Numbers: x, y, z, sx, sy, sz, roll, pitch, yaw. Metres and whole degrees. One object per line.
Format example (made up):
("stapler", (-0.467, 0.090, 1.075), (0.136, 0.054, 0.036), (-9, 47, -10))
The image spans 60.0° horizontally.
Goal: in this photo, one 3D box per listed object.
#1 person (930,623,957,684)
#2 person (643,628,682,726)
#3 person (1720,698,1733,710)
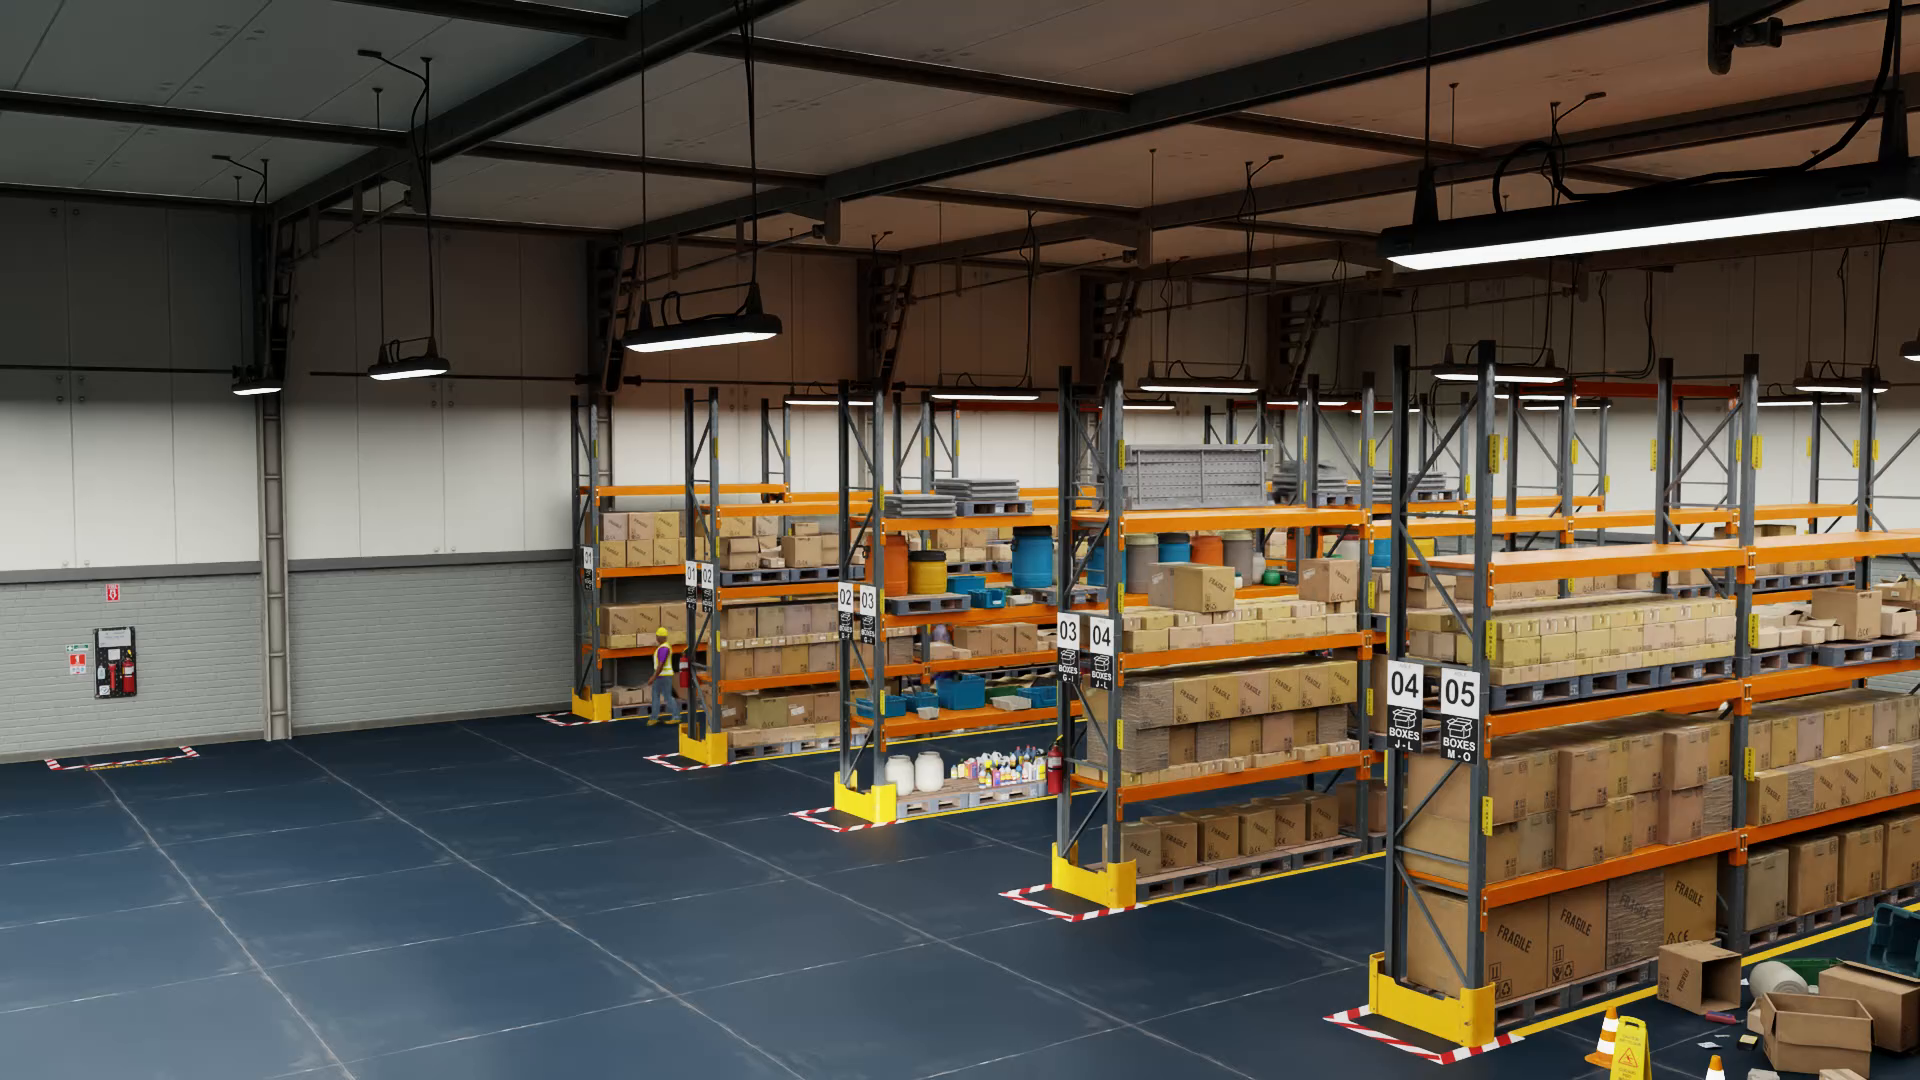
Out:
("person", (-0.360, 2.233, 33.140), (0.511, 1.488, 0.529), (-1, 4, -21))
("person", (-5.404, 2.497, 30.098), (0.716, 1.821, 0.596), (-1, 3, -11))
("person", (10.715, 2.895, 23.124), (0.583, 1.820, 0.623), (-1, 4, -23))
